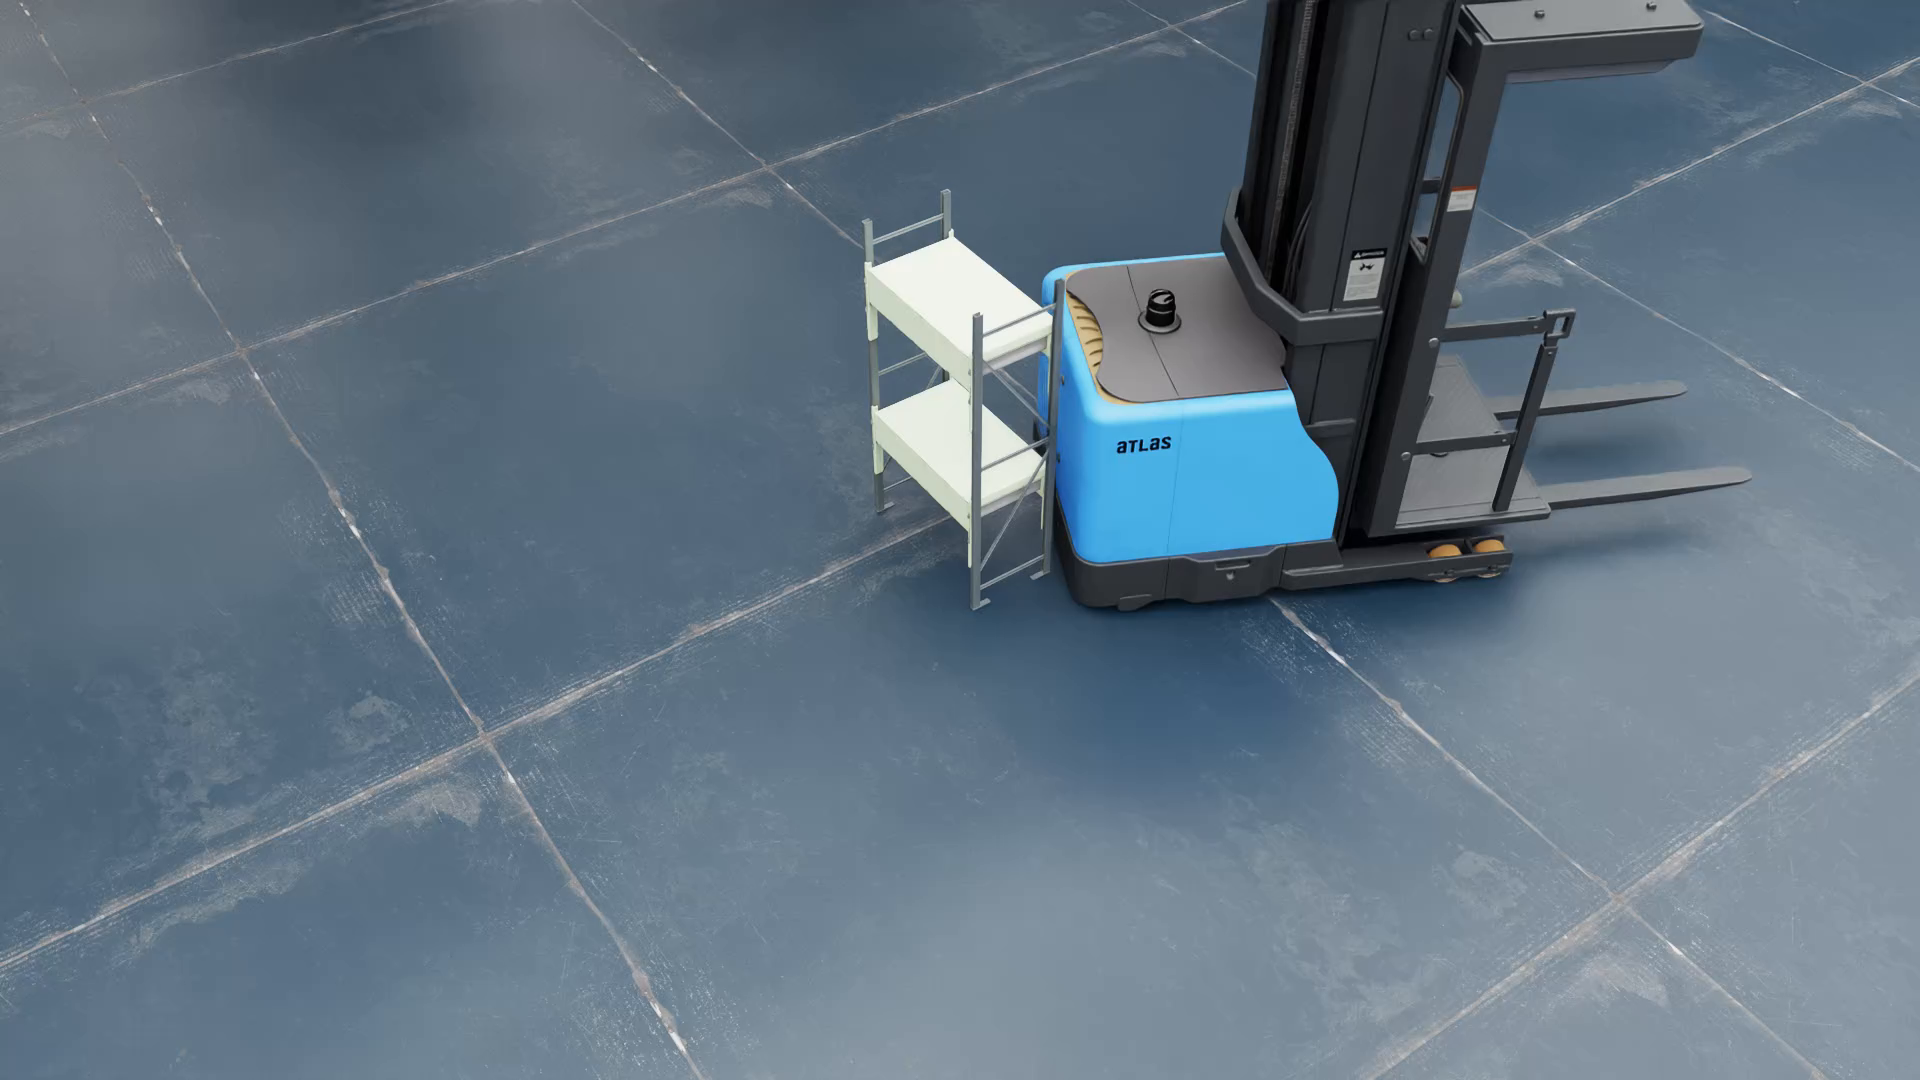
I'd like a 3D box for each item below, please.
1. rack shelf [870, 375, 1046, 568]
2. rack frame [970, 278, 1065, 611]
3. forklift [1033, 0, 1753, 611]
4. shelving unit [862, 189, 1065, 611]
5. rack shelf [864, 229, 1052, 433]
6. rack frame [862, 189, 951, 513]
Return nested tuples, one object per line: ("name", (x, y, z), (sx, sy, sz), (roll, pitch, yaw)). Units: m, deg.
("rack shelf", (0.004, -0.303, 6.944), (0.431, 0.370, 0.720), (-26, 49, -24))
("rack frame", (0.213, -0.331, 6.502), (0.400, 1.500, 0.023), (-26, 49, -24))
("forklift", (1.888, -1.237, 6.414), (3.031, 2.935, 1.130), (-6, 44, -6))
("shelving unit", (0.004, -0.539, 6.719), (0.431, 1.500, 0.755), (-26, 49, -24))
("rack shelf", (0.004, -0.821, 6.450), (0.431, 0.370, 0.720), (-26, 49, -24))
("rack frame", (-0.206, -0.746, 6.936), (0.400, 1.500, 0.023), (-26, 49, -24))
